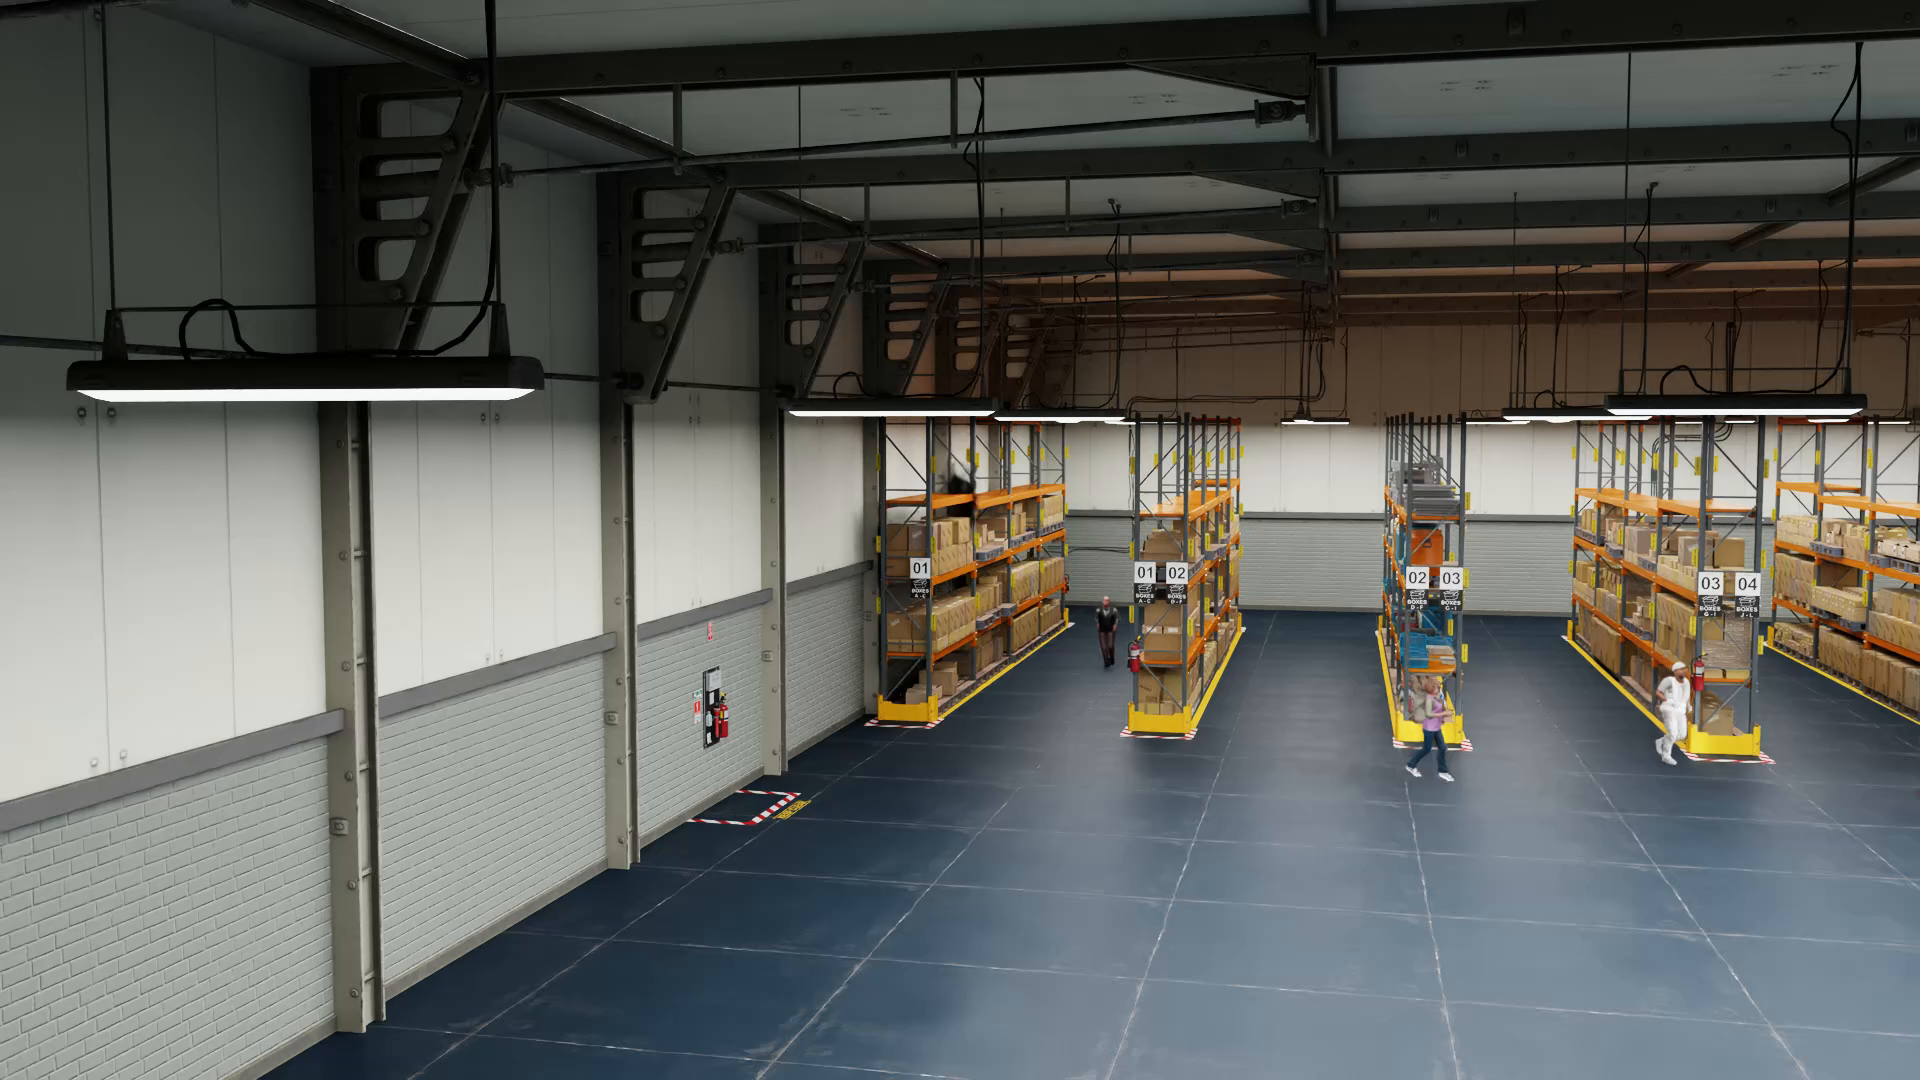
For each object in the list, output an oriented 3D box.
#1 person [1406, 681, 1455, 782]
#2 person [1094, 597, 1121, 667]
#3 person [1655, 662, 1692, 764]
[{"bbox_3d":[7.610,3.082,26.883,0.770,1.622,0.522,3,5,33],"label":"person"},{"bbox_3d":[3.495,2.194,39.645,0.635,1.676,0.563,1,4,13],"label":"person"},{"bbox_3d":[12.235,2.942,28.496,0.713,1.722,0.651,-1,4,-18],"label":"person"}]
